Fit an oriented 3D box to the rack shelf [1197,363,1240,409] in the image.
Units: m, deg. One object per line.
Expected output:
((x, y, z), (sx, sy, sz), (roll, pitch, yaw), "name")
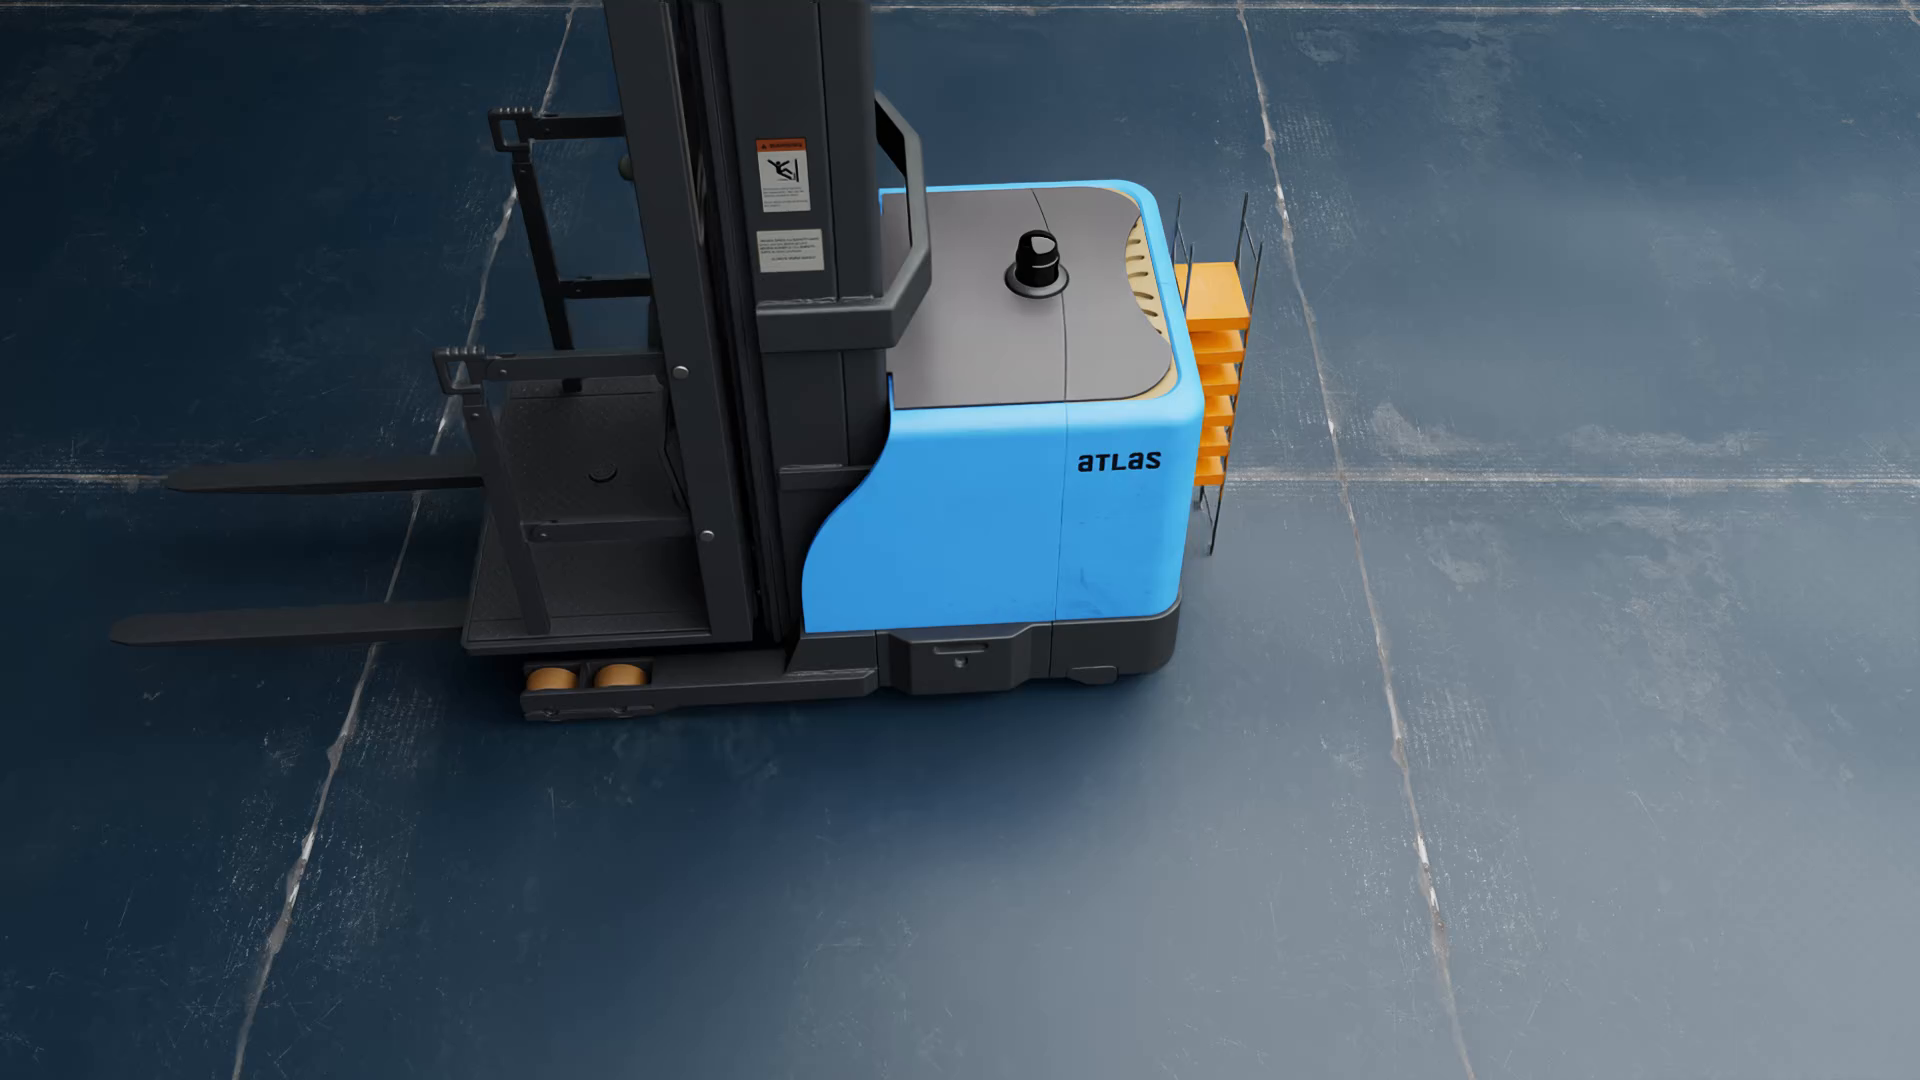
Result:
((0.690, -0.495, 4.788), (0.180, 0.103, 0.258), (-3, 47, -3), "rack shelf")

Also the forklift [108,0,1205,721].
((-0.912, -0.882, 4.068), (3.031, 2.935, 1.130), (-3, 47, -3), "forklift")

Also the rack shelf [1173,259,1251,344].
((0.690, -0.658, 4.612), (0.180, 0.103, 0.258), (-3, 47, -3), "rack shelf")

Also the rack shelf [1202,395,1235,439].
((0.690, -0.413, 4.875), (0.180, 0.103, 0.258), (-3, 47, -3), "rack shelf")

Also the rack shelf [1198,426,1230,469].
((0.690, -0.331, 4.963), (0.180, 0.103, 0.258), (-3, 47, -3), "rack shelf")

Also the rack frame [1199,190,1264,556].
((0.782, -0.448, 4.847), (0.006, 1.200, 0.240), (-3, 47, -3), "rack frame")

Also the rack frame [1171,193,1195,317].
((0.599, -0.439, 4.839), (0.006, 1.200, 0.240), (-3, 47, -3), "rack frame")

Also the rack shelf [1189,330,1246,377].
((0.690, -0.577, 4.700), (0.180, 0.103, 0.258), (-3, 47, -3), "rack shelf")

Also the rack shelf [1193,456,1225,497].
((0.690, -0.250, 5.051), (0.180, 0.103, 0.258), (-3, 47, -3), "rack shelf")

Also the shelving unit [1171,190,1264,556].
((0.690, -0.443, 4.843), (0.189, 1.200, 0.258), (-3, 47, -3), "shelving unit")
